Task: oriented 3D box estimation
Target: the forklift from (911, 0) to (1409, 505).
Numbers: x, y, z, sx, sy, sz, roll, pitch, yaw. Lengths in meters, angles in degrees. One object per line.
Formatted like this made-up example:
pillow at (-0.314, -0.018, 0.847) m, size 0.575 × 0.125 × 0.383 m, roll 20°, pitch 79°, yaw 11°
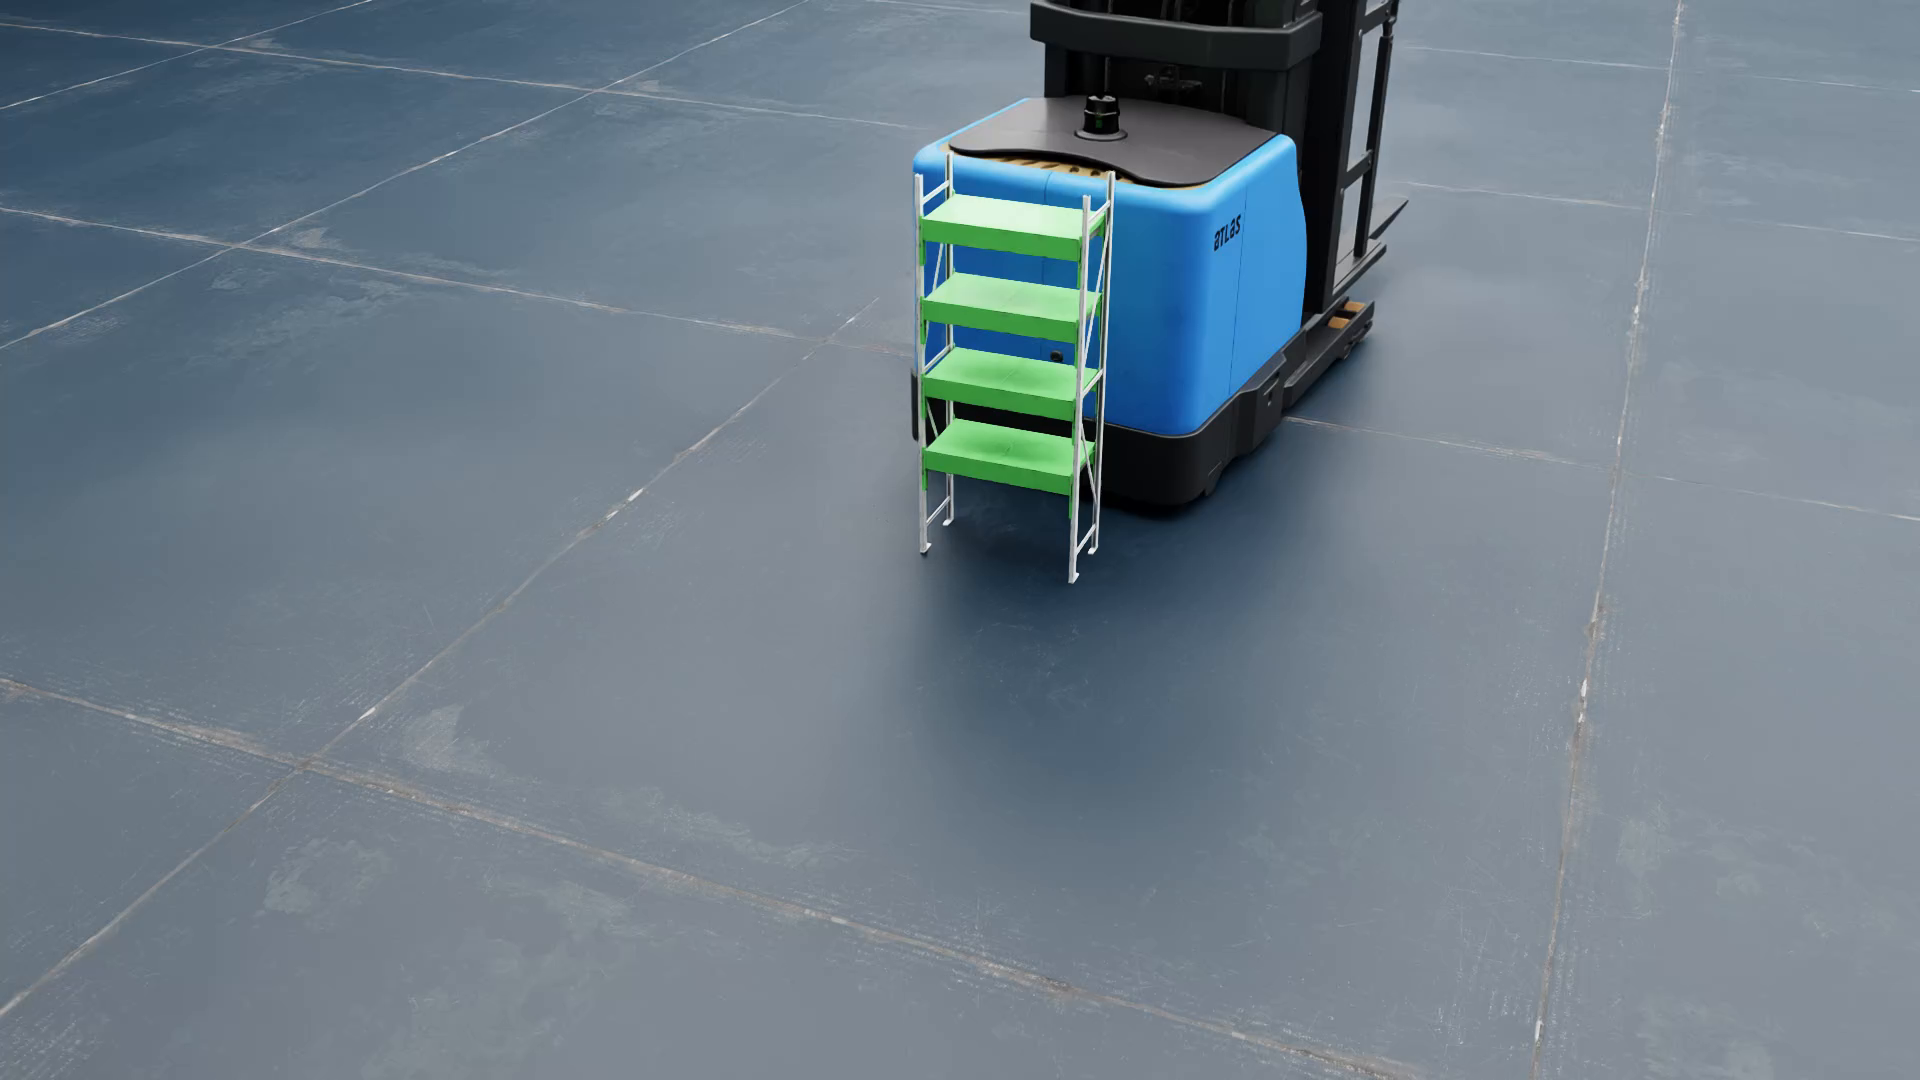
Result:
forklift at (0.999, -2.080, 5.950) m, size 1.130 × 2.935 × 3.031 m, roll 16°, pitch 33°, yaw 25°

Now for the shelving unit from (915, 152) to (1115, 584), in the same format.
shelving unit at (0.153, -0.492, 4.901) m, size 0.503 × 1.200 × 0.258 m, roll 11°, pitch 31°, yaw 19°

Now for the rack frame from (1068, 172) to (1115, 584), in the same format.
rack frame at (0.379, -0.447, 4.821) m, size 0.015 × 1.200 × 0.240 m, roll 11°, pitch 31°, yaw 19°

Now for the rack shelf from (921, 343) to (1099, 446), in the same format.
rack shelf at (0.153, -0.436, 4.932) m, size 0.480 × 0.148 × 0.258 m, roll 11°, pitch 31°, yaw 19°

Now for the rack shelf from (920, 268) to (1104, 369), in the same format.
rack shelf at (0.153, -0.645, 4.814) m, size 0.480 × 0.148 × 0.258 m, roll 11°, pitch 31°, yaw 19°

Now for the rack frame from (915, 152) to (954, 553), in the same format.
rack frame at (-0.073, -0.537, 4.980) m, size 0.015 × 1.200 × 0.240 m, roll 11°, pitch 31°, yaw 19°

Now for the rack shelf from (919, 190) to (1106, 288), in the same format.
rack shelf at (0.153, -0.854, 4.696) m, size 0.480 × 0.148 × 0.258 m, roll 11°, pitch 31°, yaw 19°

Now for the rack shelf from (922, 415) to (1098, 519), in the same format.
rack shelf at (0.153, -0.227, 5.050) m, size 0.480 × 0.148 × 0.258 m, roll 11°, pitch 31°, yaw 19°
